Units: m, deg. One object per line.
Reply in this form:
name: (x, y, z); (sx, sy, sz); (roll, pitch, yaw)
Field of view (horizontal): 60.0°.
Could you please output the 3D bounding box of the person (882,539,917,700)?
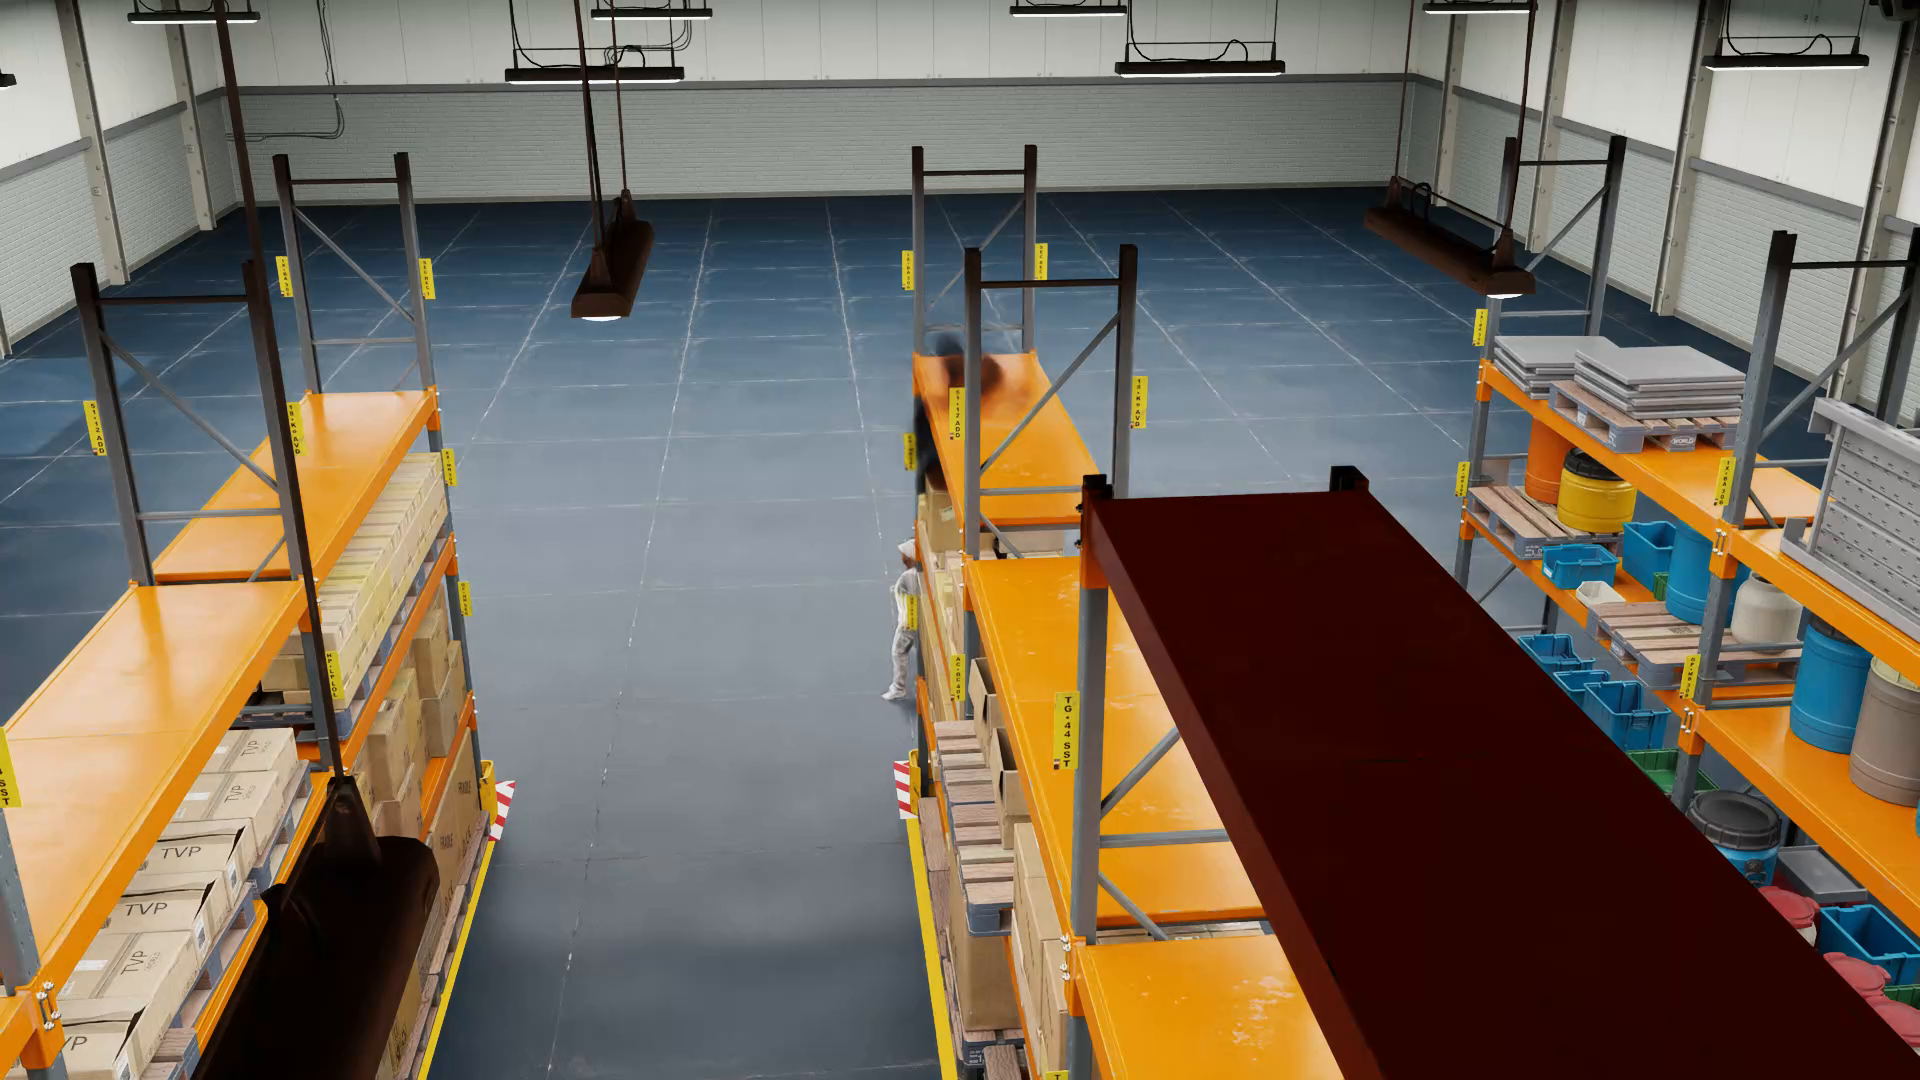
person: (-0.434, 0.864, 17.042); (0.827, 1.839, 0.703); (12, 25, 28)
